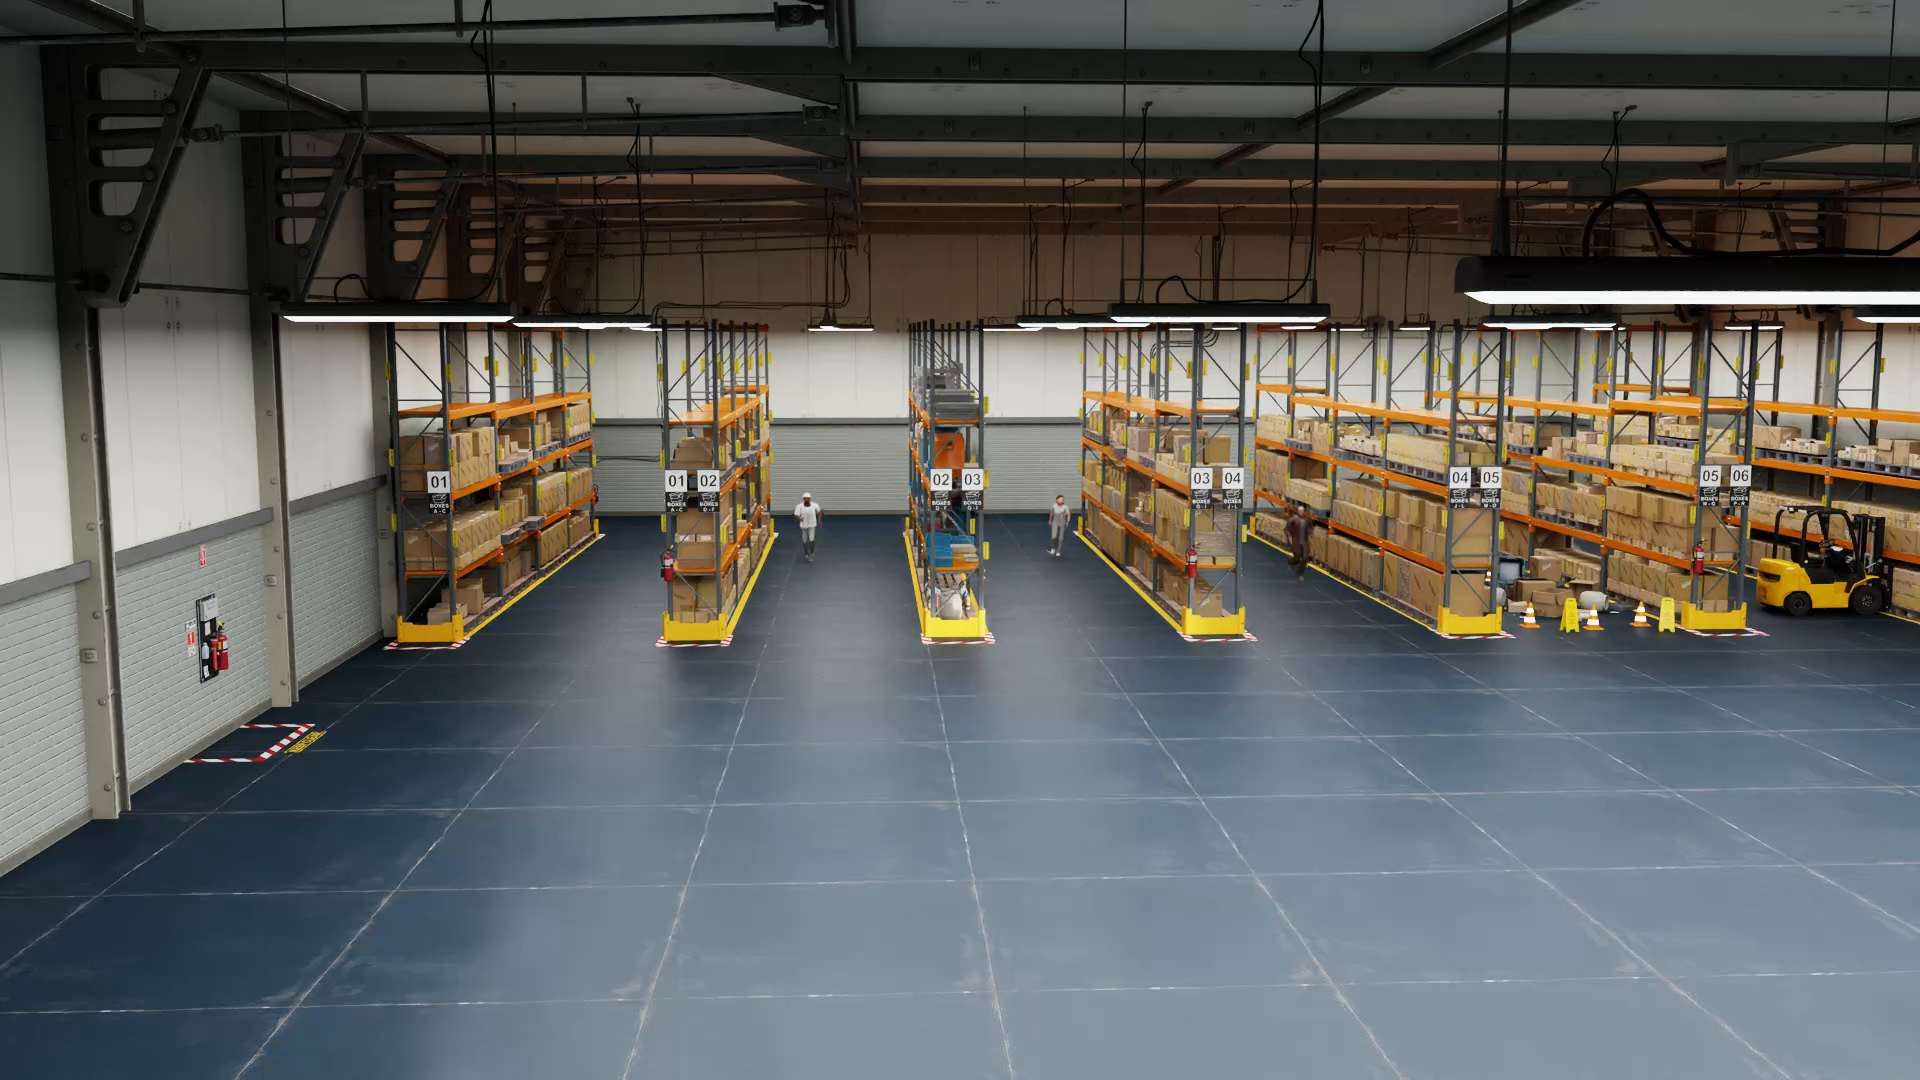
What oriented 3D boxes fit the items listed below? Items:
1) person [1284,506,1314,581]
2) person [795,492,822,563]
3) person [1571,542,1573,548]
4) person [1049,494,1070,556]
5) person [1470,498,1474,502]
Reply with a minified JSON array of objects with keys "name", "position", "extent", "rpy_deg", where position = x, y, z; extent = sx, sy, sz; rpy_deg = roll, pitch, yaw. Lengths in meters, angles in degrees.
[{"name":"person","position":[7.964,0.060,39.073],"extent":[0.726,1.734,0.721],"rpy_deg":[-2,7,-13]},{"name":"person","position":[-3.823,-0.310,41.825],"extent":[0.663,1.786,0.809],"rpy_deg":[0,7,-2]},{"name":"person","position":[15.885,-0.474,43.903],"extent":[0.533,1.566,0.906],"rpy_deg":[-2,7,-13]},{"name":"person","position":[2.561,-0.368,42.764],"extent":[0.556,1.622,0.728],"rpy_deg":[0,7,3]},{"name":"person","position":[12.501,-0.130,40.431],"extent":[0.691,1.744,0.922],"rpy_deg":[-3,8,-24]}]
